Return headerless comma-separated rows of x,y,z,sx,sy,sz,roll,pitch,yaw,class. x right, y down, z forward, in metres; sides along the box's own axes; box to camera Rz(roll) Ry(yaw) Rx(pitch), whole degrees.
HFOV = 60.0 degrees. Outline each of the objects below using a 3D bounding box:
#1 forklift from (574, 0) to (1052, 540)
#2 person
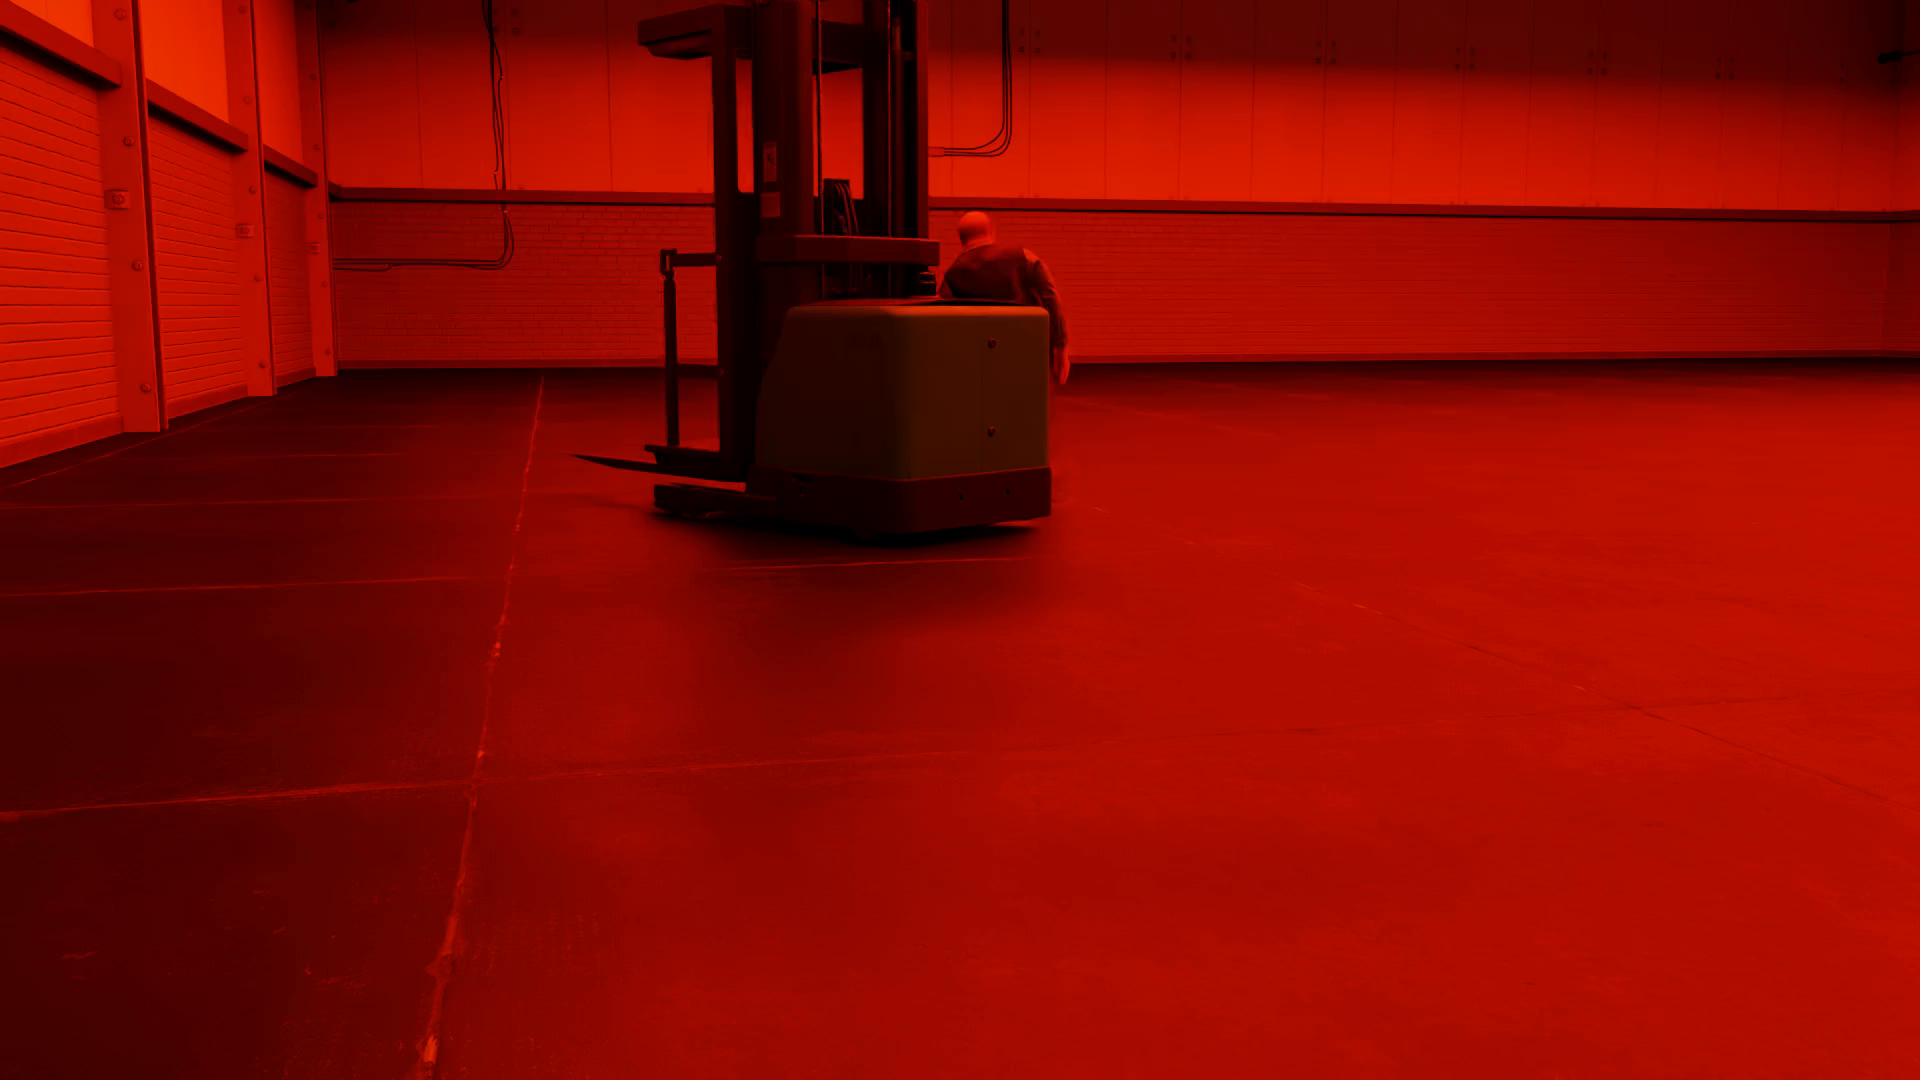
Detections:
-0.940,-1.603,8.585,1.130,2.935,3.031,-8,11,-43,forklift
0.107,-0.913,8.505,0.873,1.488,0.946,0,8,-2,person
